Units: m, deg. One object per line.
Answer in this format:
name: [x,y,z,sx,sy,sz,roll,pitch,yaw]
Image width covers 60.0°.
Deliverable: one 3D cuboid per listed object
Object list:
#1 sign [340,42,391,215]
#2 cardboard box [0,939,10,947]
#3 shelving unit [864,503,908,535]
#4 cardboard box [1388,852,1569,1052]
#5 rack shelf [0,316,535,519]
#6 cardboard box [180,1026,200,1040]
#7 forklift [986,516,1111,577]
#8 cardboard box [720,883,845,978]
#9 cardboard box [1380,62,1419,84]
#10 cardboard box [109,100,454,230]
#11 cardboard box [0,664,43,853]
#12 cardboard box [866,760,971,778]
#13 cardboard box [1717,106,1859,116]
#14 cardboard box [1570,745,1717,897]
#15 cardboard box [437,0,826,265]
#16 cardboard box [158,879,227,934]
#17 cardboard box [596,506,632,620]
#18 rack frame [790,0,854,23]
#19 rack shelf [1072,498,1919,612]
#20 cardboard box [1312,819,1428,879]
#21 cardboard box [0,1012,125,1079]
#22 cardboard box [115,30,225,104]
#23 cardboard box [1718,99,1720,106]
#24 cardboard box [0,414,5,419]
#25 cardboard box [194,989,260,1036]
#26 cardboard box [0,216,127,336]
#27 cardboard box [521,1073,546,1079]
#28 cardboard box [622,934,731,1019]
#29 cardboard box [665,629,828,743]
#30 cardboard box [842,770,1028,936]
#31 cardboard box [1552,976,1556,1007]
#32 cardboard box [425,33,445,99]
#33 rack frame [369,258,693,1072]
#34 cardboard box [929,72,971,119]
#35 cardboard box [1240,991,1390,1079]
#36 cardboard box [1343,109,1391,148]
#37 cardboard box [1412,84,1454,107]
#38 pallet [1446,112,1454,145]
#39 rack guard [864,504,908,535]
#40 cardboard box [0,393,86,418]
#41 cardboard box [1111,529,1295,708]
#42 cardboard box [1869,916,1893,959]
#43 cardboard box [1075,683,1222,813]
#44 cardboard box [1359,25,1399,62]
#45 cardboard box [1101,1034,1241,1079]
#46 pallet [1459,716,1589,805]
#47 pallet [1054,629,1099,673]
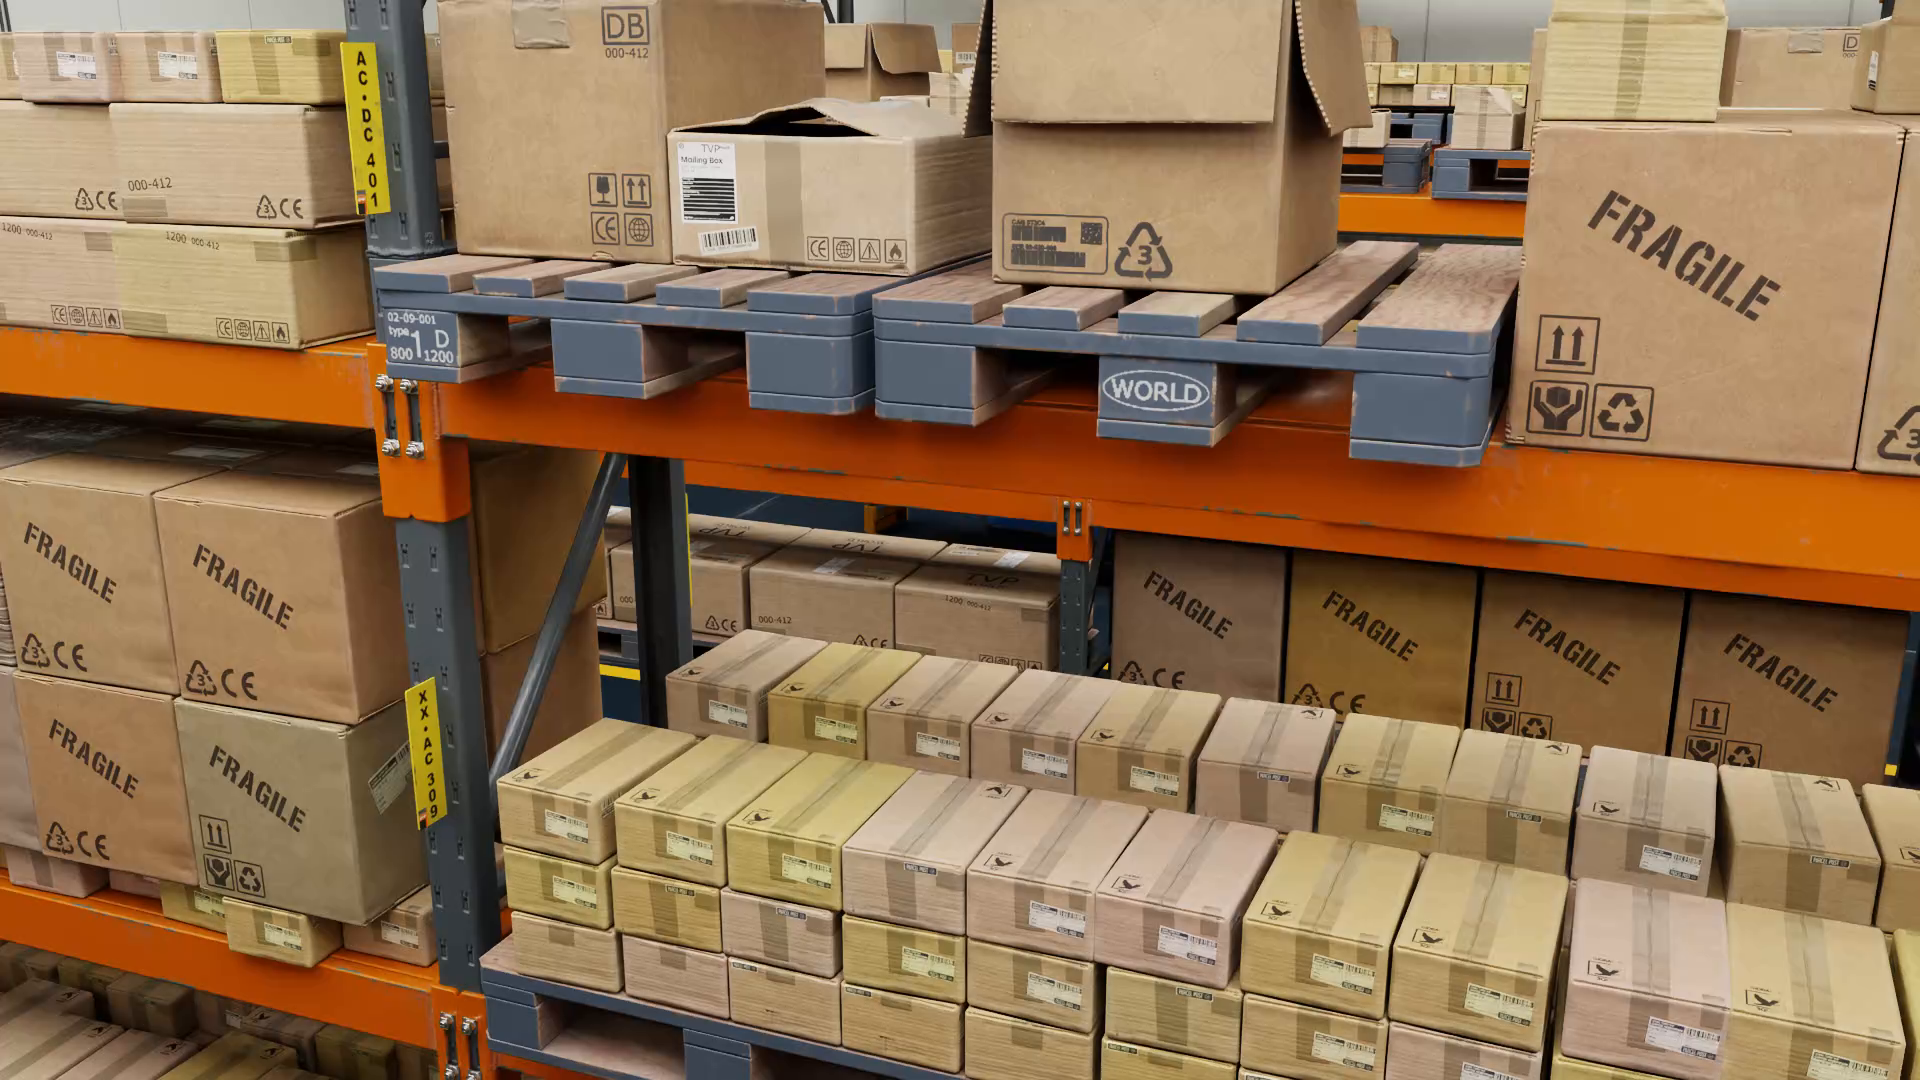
sign: [-1.163,-0.806,3.264,0.005,0.325,0.100,6,17,21]
cardboard box: [-3.119,1.292,5.636,0.250,0.149,0.380,7,18,23]
shelving unit: [-0.097,-0.742,12.038,1.083,1.500,0.587,7,18,24]
cardboard box: [0.923,0.719,2.946,0.250,0.149,0.380,7,18,23]
rack shelf: [-2.832,-0.559,4.628,4.000,0.370,1.077,6,17,21]
cardboard box: [-2.408,1.522,5.376,0.250,0.149,0.380,6,17,20]
forklift: [1.743,-1.168,10.940,3.031,2.935,1.130,7,18,24]
cardboard box: [-0.292,0.729,3.446,0.250,0.149,0.380,7,17,22]
cardboard box: [3.180,-3.363,11.983,0.250,0.149,0.380,6,17,20]
cardboard box: [-1.494,-0.849,3.710,0.500,0.250,0.500,5,17,18]
cardboard box: [-2.470,0.469,4.464,0.500,0.500,0.500,6,17,20]
cardboard box: [-0.054,0.559,4.031,0.250,0.149,0.380,7,18,23]
cardboard box: [1.381,-0.565,3.180,0.500,0.500,0.500,6,17,21]
cardboard box: [1.415,0.578,3.431,0.250,0.149,0.380,7,18,23]
cardboard box: [-0.659,-0.882,3.519,0.500,0.500,0.700,6,17,21]
cardboard box: [-1.829,0.852,4.309,0.250,0.149,0.380,7,18,23]
cardboard box: [-2.319,0.108,10.264,0.875,0.438,0.875,6,17,19]
rack frame: [-1.152,-5.131,13.708,0.127,3.000,1.000,6,17,21]
rack shelf: [2.611,-0.003,8.095,4.000,0.370,1.077,6,17,21]
cardboard box: [0.923,0.667,3.661,0.250,0.149,0.380,7,18,23]
cardboard box: [-2.638,1.539,4.784,0.250,0.149,0.380,6,17,19]
cardboard box: [-1.613,-1.045,3.669,0.250,0.149,0.380,7,18,22]
cardboard box: [3.062,-1.772,7.004,0.258,0.266,0.396,6,17,19]
cardboard box: [-2.949,-0.064,4.509,0.500,0.500,0.500,6,17,19]
cardboard box: [-2.161,1.409,5.233,0.250,0.149,0.380,7,17,22]
cardboard box: [-1.987,-0.662,3.962,0.500,0.250,0.500,6,17,20]
cardboard box: [-1.216,1.534,4.804,0.250,0.149,0.380,7,18,23]
cardboard box: [-0.514,0.846,3.576,0.250,0.149,0.380,7,17,22]
cardboard box: [-0.526,0.365,4.168,0.250,0.149,0.380,7,18,23]
cardboard box: [-0.043,0.614,3.310,0.250,0.149,0.380,6,17,20]
cardboard box: [1.173,0.836,3.612,0.250,0.149,0.380,7,17,21]
cardboard box: [-1.153,-1.152,4.038,0.250,0.149,0.380,6,17,20]
rack frame: [-0.971,0.741,4.241,0.127,3.000,1.000,6,17,21]
cardboard box: [0.039,-2.161,8.166,0.258,0.266,0.396,7,18,22]
cardboard box: [0.682,0.836,3.077,0.250,0.149,0.380,6,17,20]
cardboard box: [1.800,-1.863,7.496,0.250,0.166,0.380,5,17,17]
cardboard box: [3.404,-3.193,11.929,0.250,0.149,0.380,7,17,21]
pallet: [4.116,-3.001,12.088,1.003,0.211,1.213,6,17,21]
rack guard: [-0.550,-0.199,12.412,0.087,0.250,0.587,7,18,24]
cardboard box: [-2.724,-0.201,4.980,0.500,0.500,0.500,6,17,19]
cardboard box: [1.357,0.308,8.790,0.875,0.875,0.875,7,18,22]
cardboard box: [1.871,0.771,3.301,0.250,0.149,0.380,6,17,19]
cardboard box: [0.435,0.472,3.799,0.250,0.149,0.380,6,17,19]
cardboard box: [3.137,-3.720,12.470,0.258,0.266,0.396,6,17,21]
cardboard box: [0.443,0.952,3.213,0.250,0.149,0.380,6,17,20]
pallet: [2.635,0.970,8.455,1.213,0.211,1.003,6,17,21]
pallet: [0.072,0.688,9.426,1.213,0.211,1.003,6,17,21]
